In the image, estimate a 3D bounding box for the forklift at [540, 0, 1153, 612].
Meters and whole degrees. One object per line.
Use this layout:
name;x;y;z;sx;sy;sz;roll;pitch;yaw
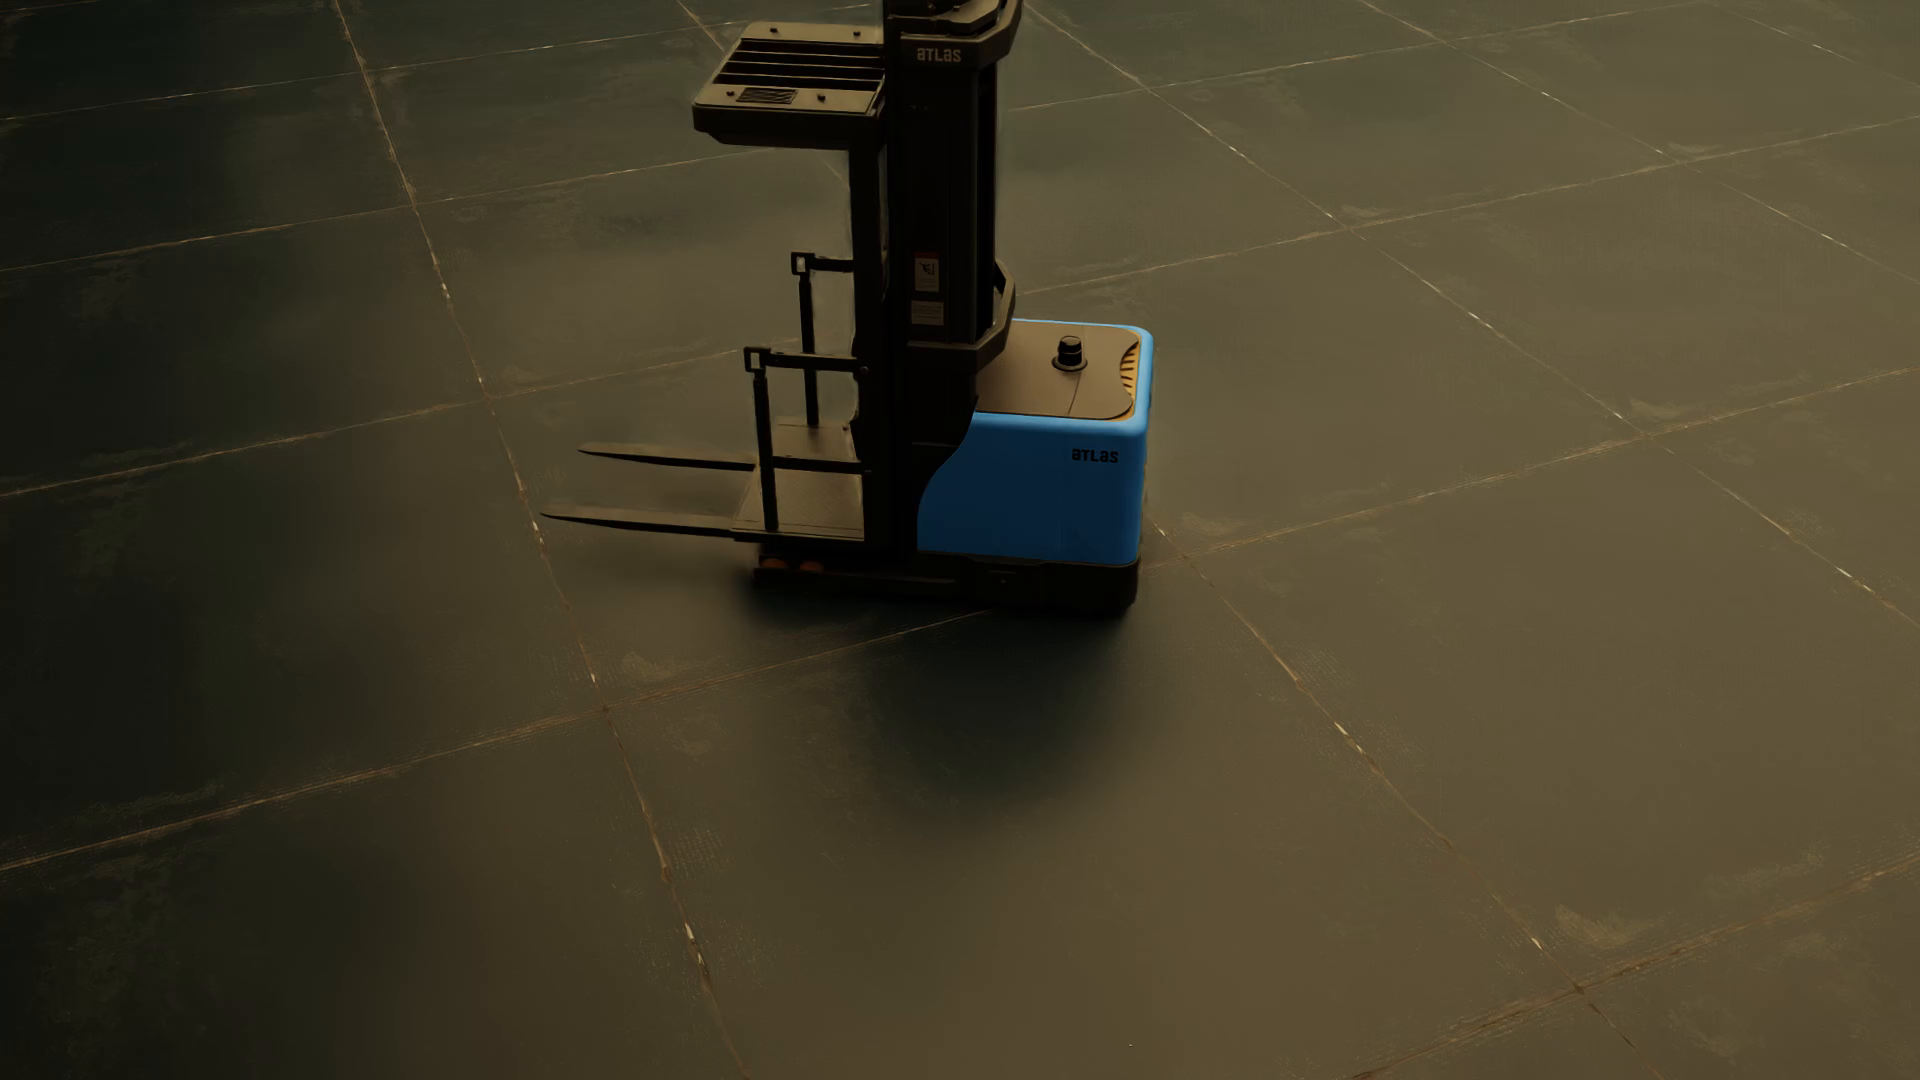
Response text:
forklift;-0.587;-1.221;7.816;3.031;2.935;1.130;4;36;6
